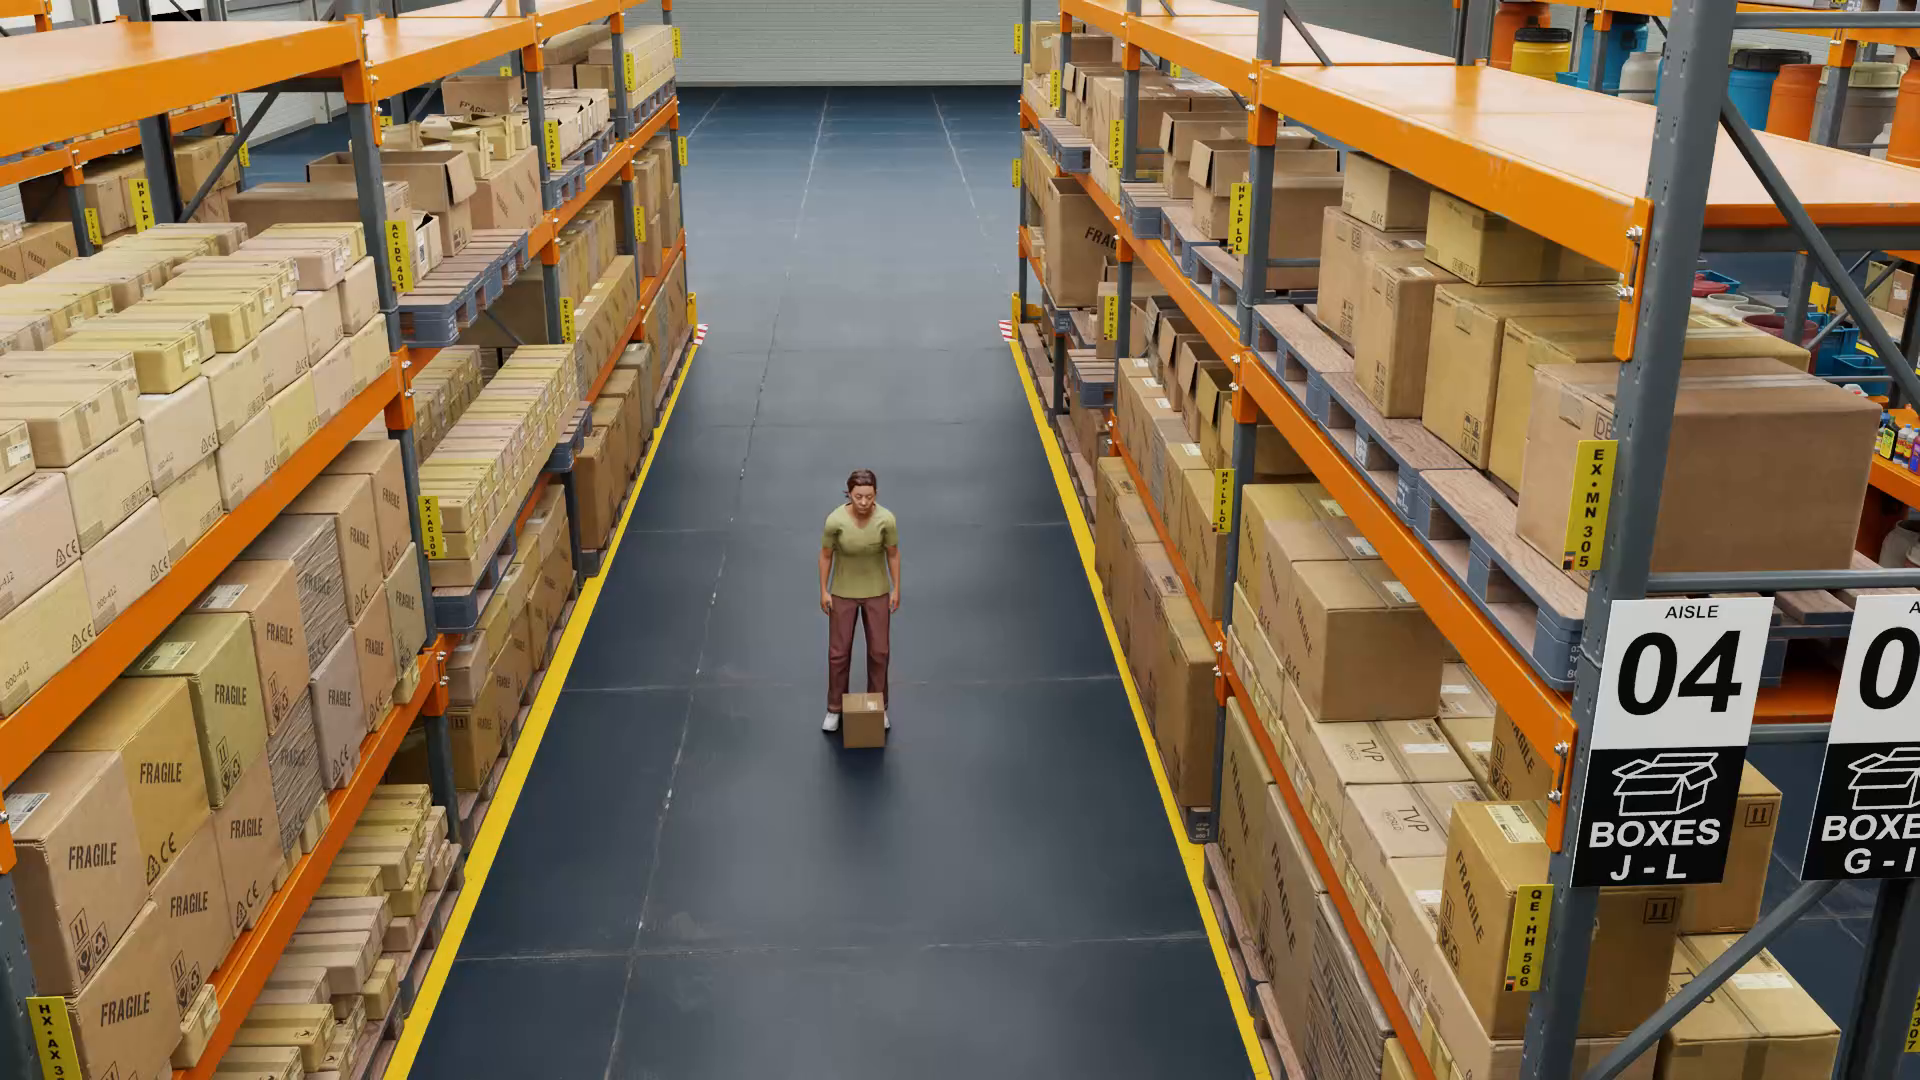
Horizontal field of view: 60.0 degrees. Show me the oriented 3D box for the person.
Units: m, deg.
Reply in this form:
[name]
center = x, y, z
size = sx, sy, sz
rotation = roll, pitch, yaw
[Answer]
[person]
center = -0.609, 0.350, 10.143
size = 0.512, 1.671, 0.368
rotation = -2, 21, -6
